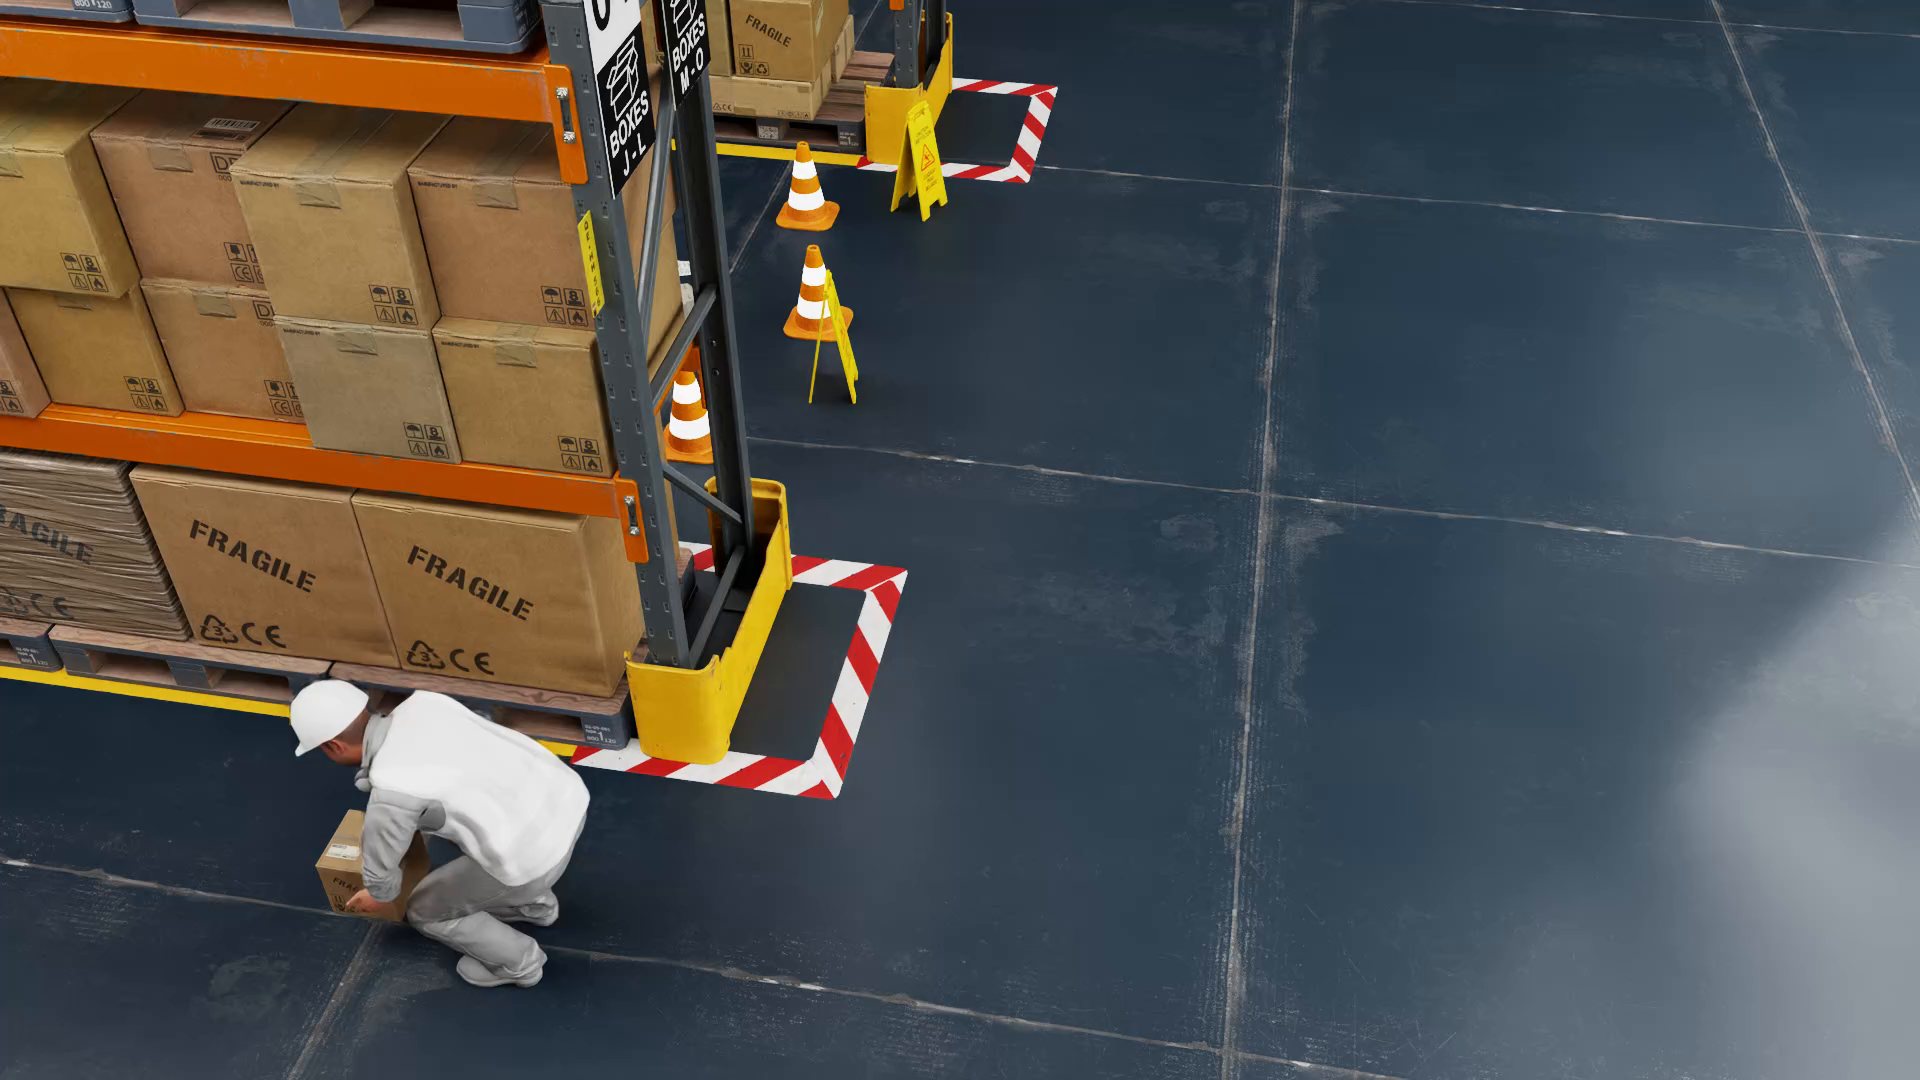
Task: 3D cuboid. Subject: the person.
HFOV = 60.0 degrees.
[{"bbox_3d":[-1.644,0.955,5.417,0.837,1.249,0.579,7,41,8],"label":"person"}]
